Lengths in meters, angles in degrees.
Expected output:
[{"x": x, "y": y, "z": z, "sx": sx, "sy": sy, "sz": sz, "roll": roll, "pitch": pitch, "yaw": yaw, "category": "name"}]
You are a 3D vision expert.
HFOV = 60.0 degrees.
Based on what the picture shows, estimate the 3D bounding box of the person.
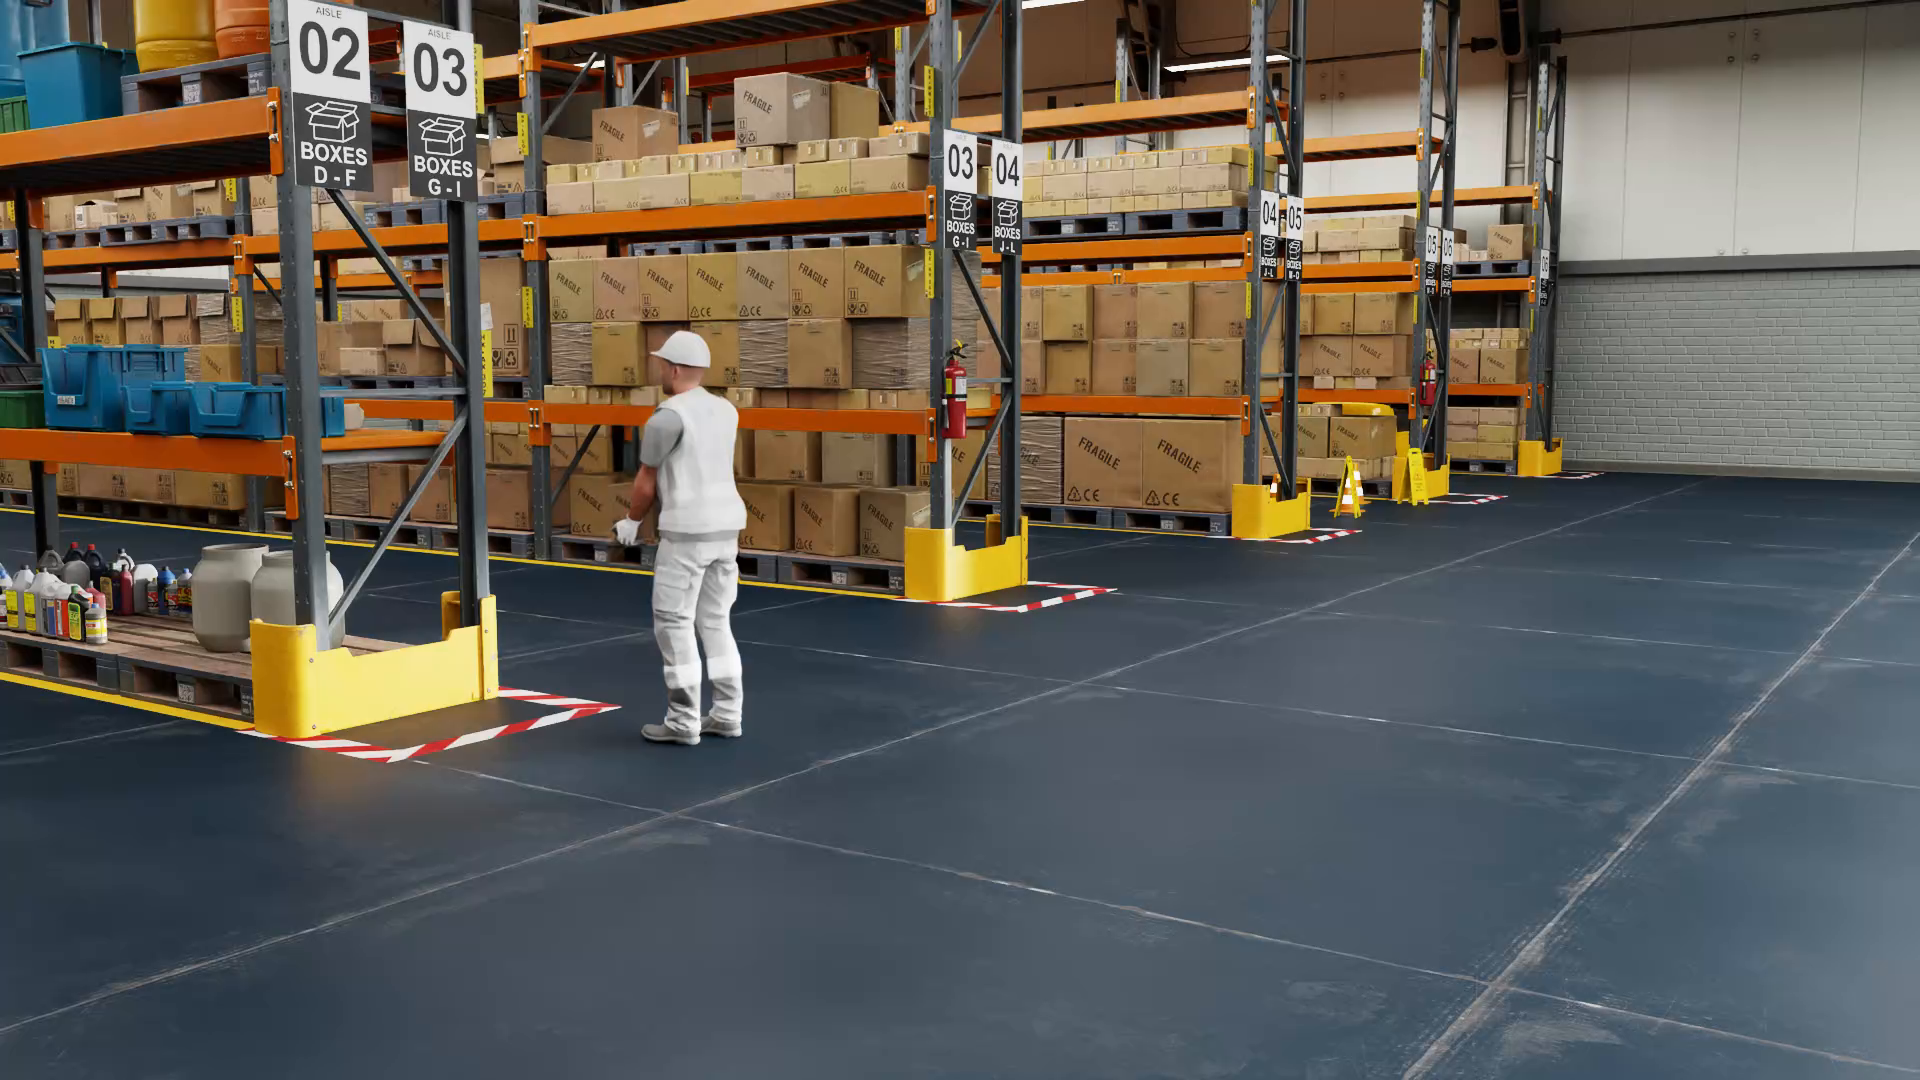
[{"x": -1.231, "y": -0.015, "z": 7.261, "sx": 0.569, "sy": 1.783, "sz": 0.494, "roll": 4, "pitch": 7, "yaw": 33, "category": "person"}]
